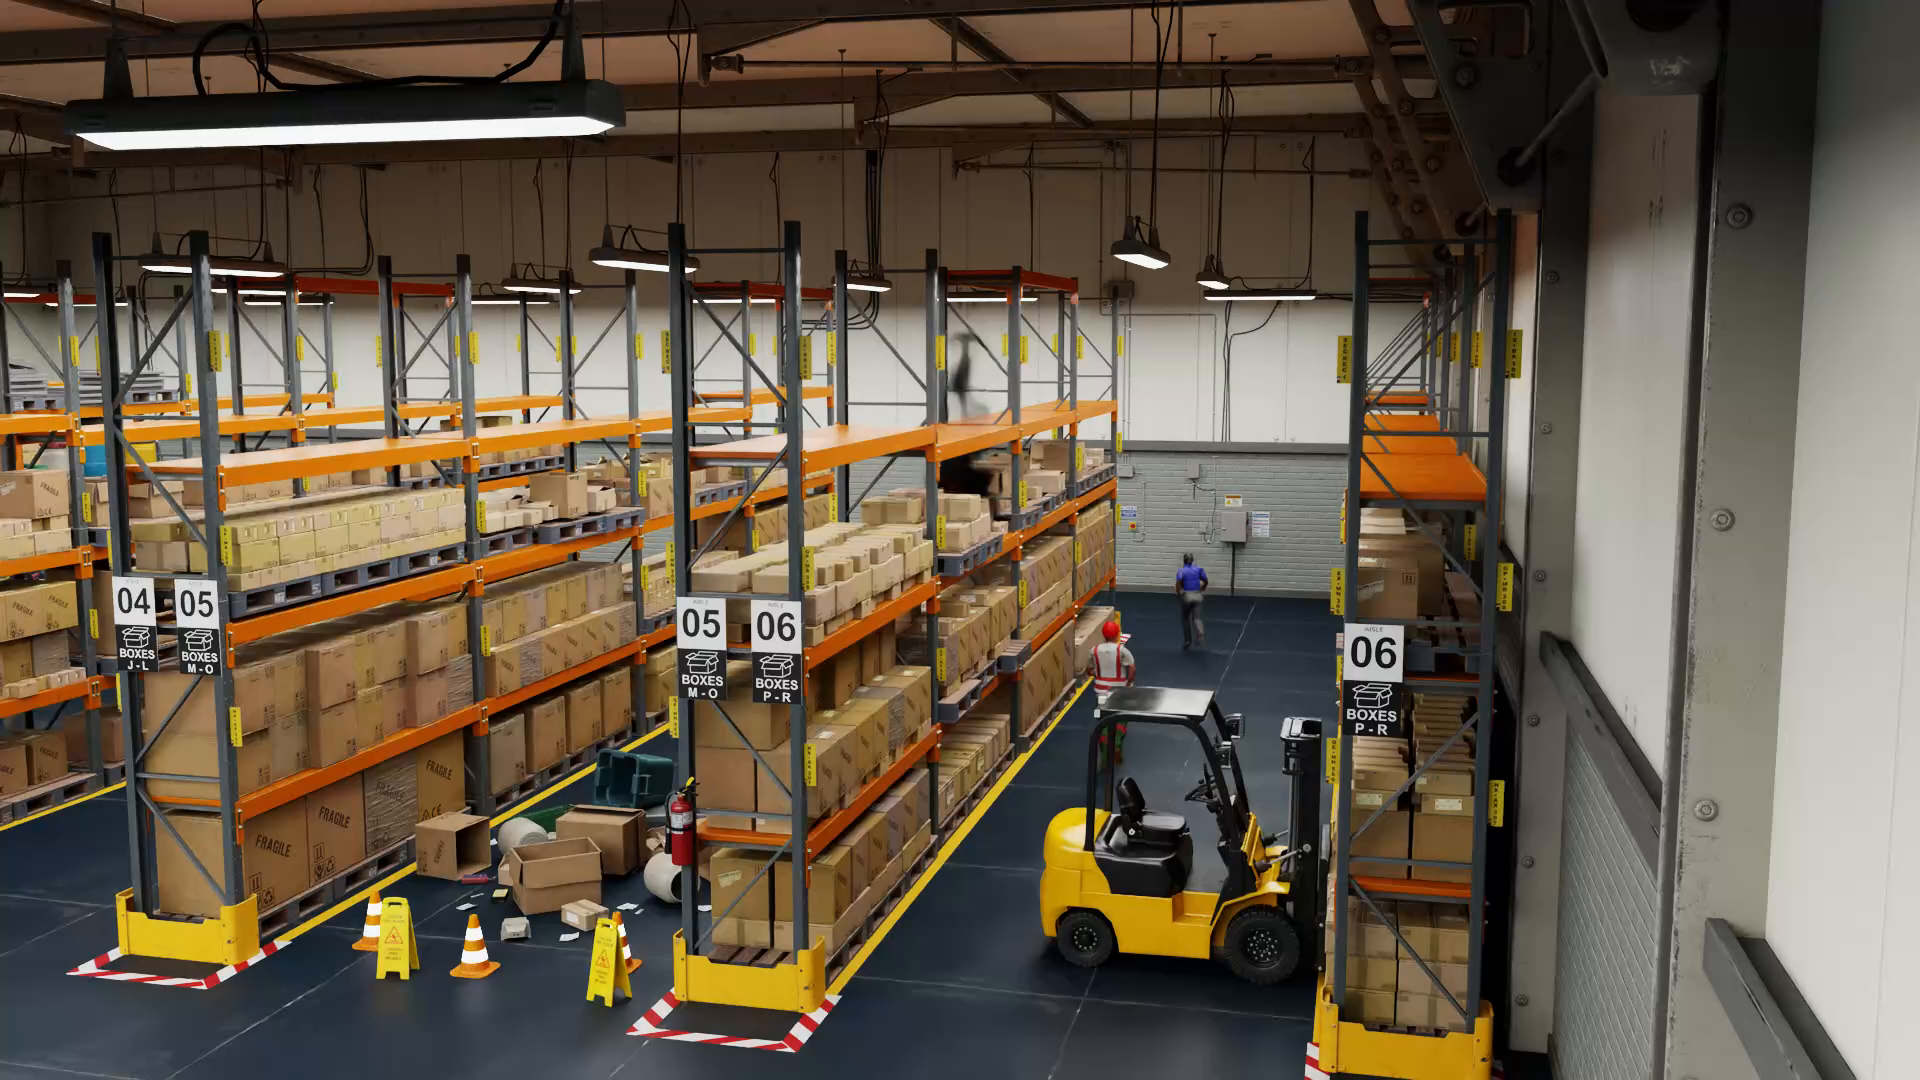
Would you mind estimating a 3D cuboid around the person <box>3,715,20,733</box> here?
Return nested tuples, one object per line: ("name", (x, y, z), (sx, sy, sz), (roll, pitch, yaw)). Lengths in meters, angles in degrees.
("person", (-11.642, 1.911, 20.108), (0.546, 1.734, 0.833), (1, 7, 6))

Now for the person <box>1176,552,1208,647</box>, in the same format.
("person", (3.827, 1.050, 27.419), (0.575, 1.638, 1.006), (-1, 7, -6))

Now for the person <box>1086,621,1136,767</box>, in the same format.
("person", (1.853, 1.836, 20.127), (0.641, 1.764, 0.615), (2, 7, 15))
